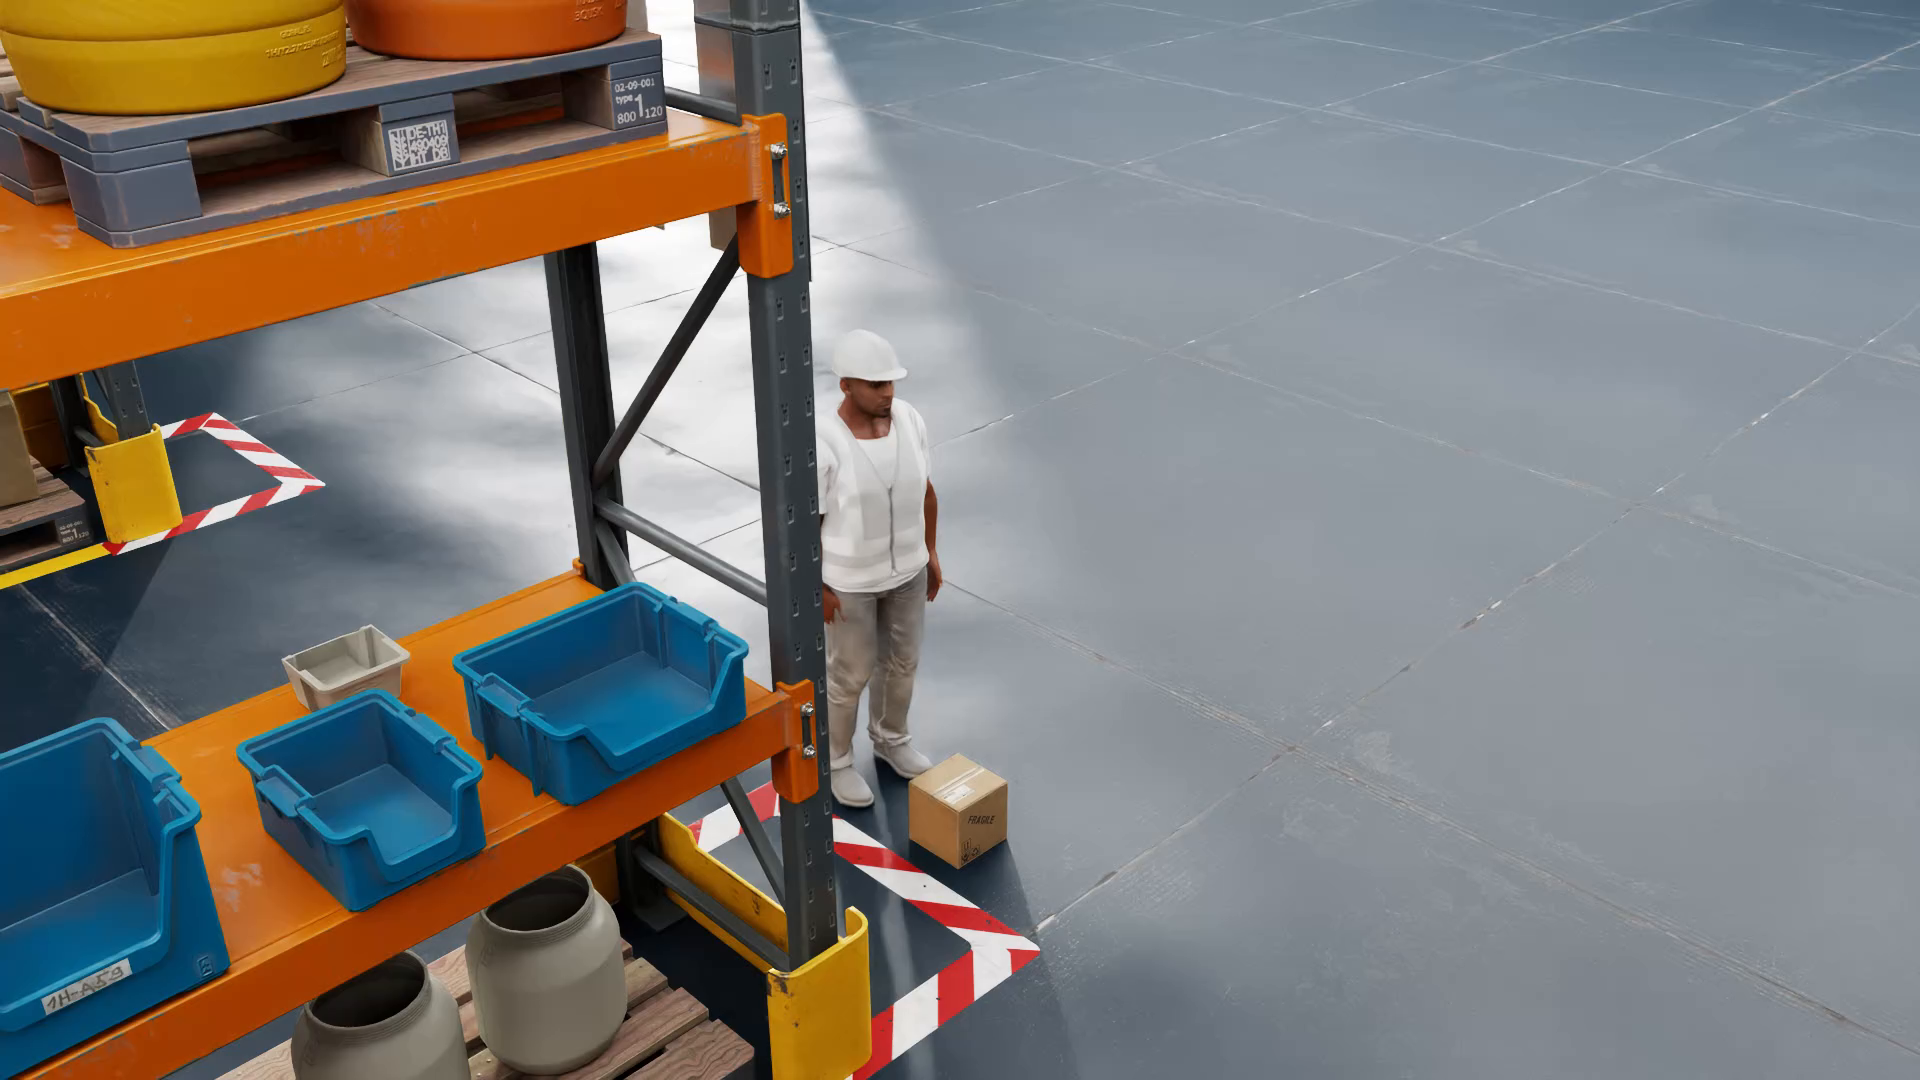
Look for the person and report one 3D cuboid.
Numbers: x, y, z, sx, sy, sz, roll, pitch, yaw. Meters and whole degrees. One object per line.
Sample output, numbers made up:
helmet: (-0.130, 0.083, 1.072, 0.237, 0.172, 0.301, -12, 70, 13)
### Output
person: (-0.310, 0.102, 5.904, 0.563, 1.761, 0.353, -19, 33, -32)
